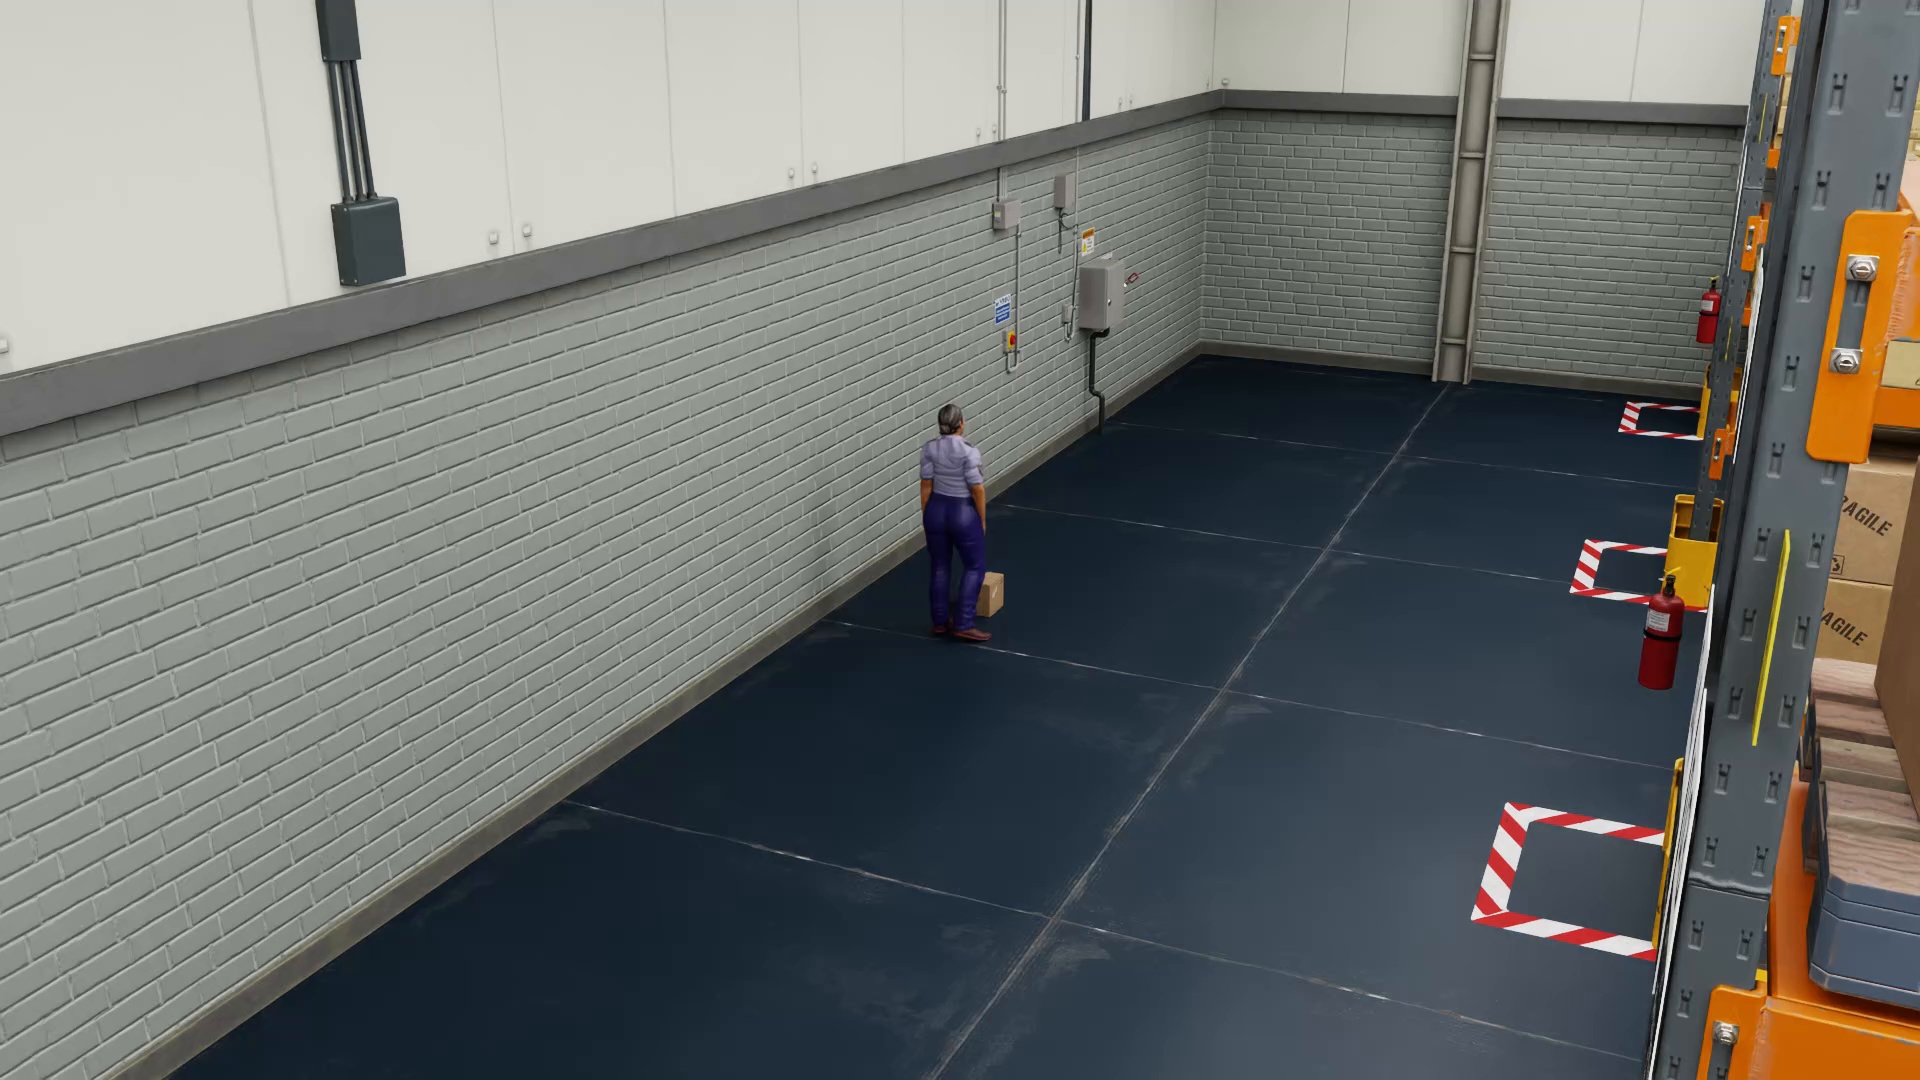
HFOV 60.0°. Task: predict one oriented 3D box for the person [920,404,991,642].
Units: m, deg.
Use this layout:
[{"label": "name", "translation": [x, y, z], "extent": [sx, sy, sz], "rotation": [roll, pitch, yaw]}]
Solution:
[{"label": "person", "translation": [-0.029, -0.117, 11.432], "extent": [0.517, 1.672, 0.377], "rotation": [8, 21, 23]}]
